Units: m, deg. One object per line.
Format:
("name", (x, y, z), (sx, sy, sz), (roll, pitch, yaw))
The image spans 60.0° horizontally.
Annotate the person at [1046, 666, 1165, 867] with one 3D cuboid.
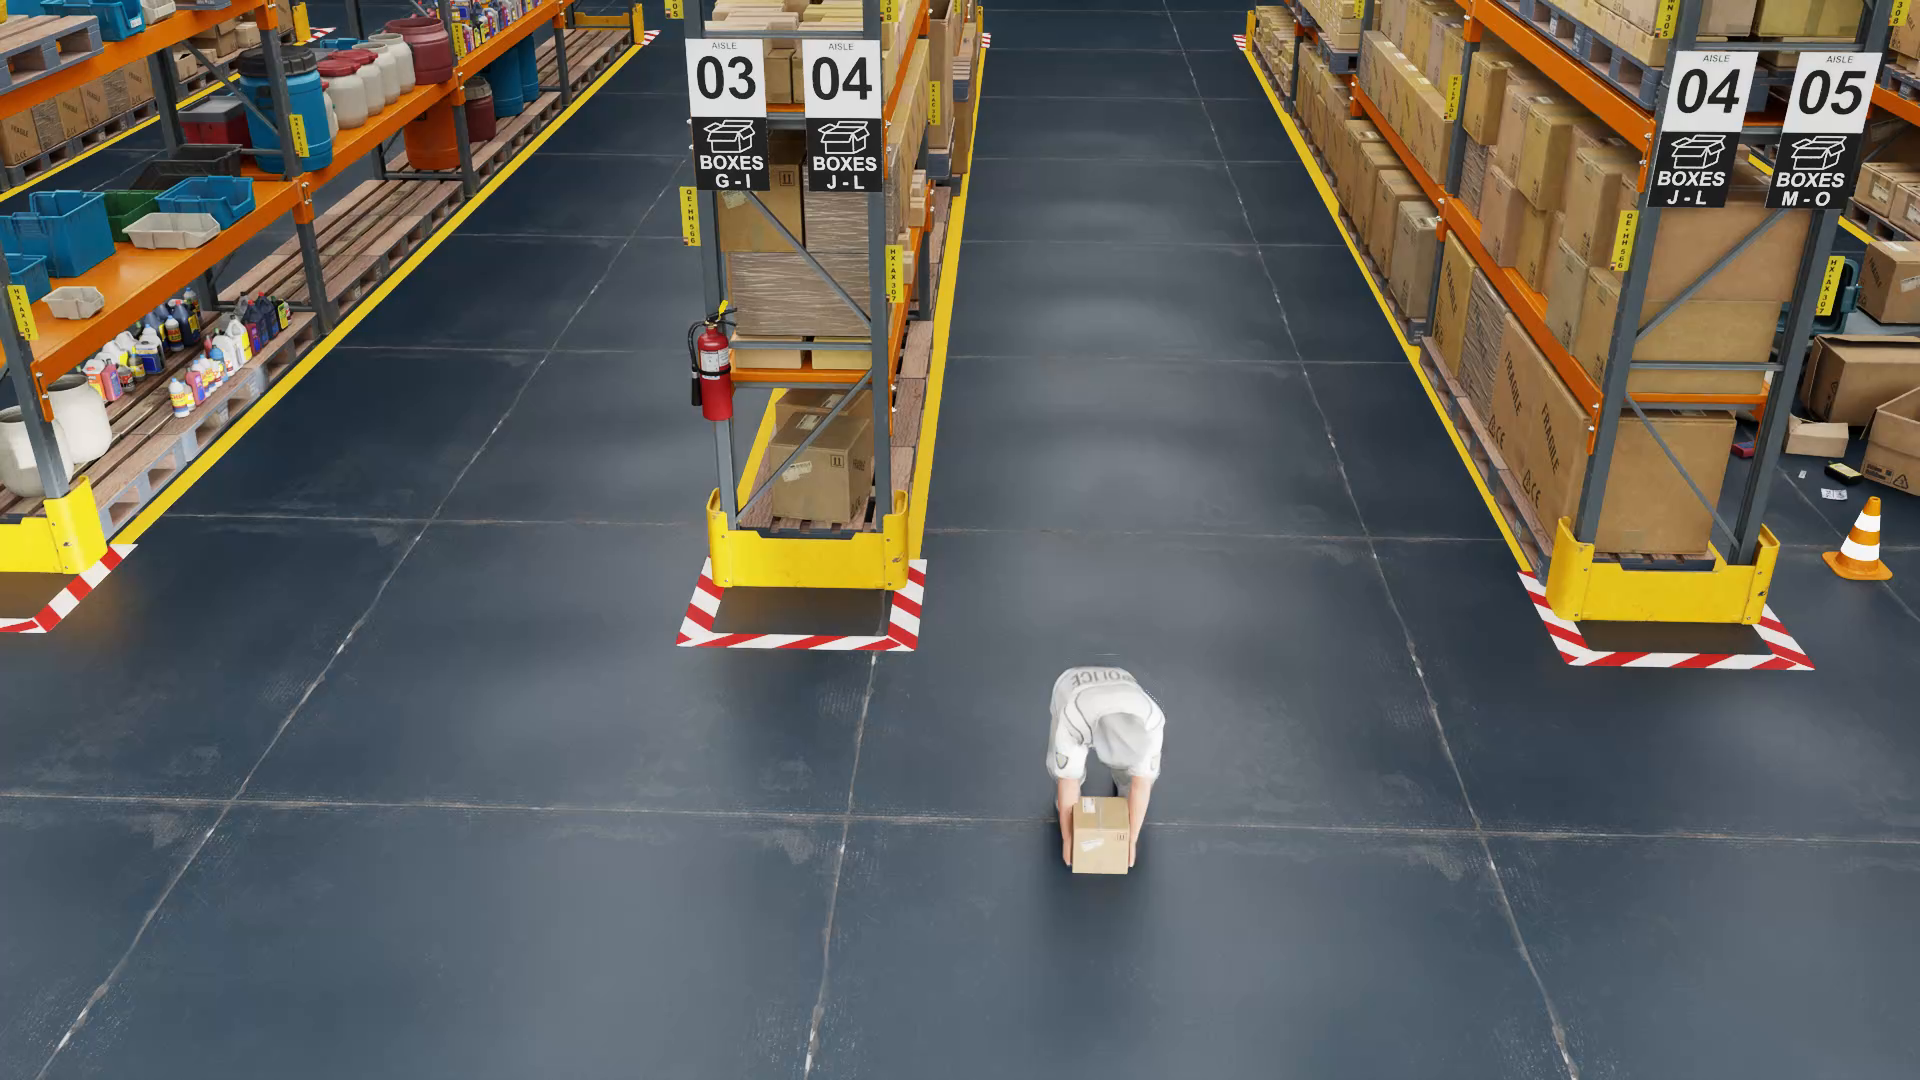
("person", (0.672, 0.996, 7.805), (0.539, 0.894, 0.986), (1, 28, 2))
